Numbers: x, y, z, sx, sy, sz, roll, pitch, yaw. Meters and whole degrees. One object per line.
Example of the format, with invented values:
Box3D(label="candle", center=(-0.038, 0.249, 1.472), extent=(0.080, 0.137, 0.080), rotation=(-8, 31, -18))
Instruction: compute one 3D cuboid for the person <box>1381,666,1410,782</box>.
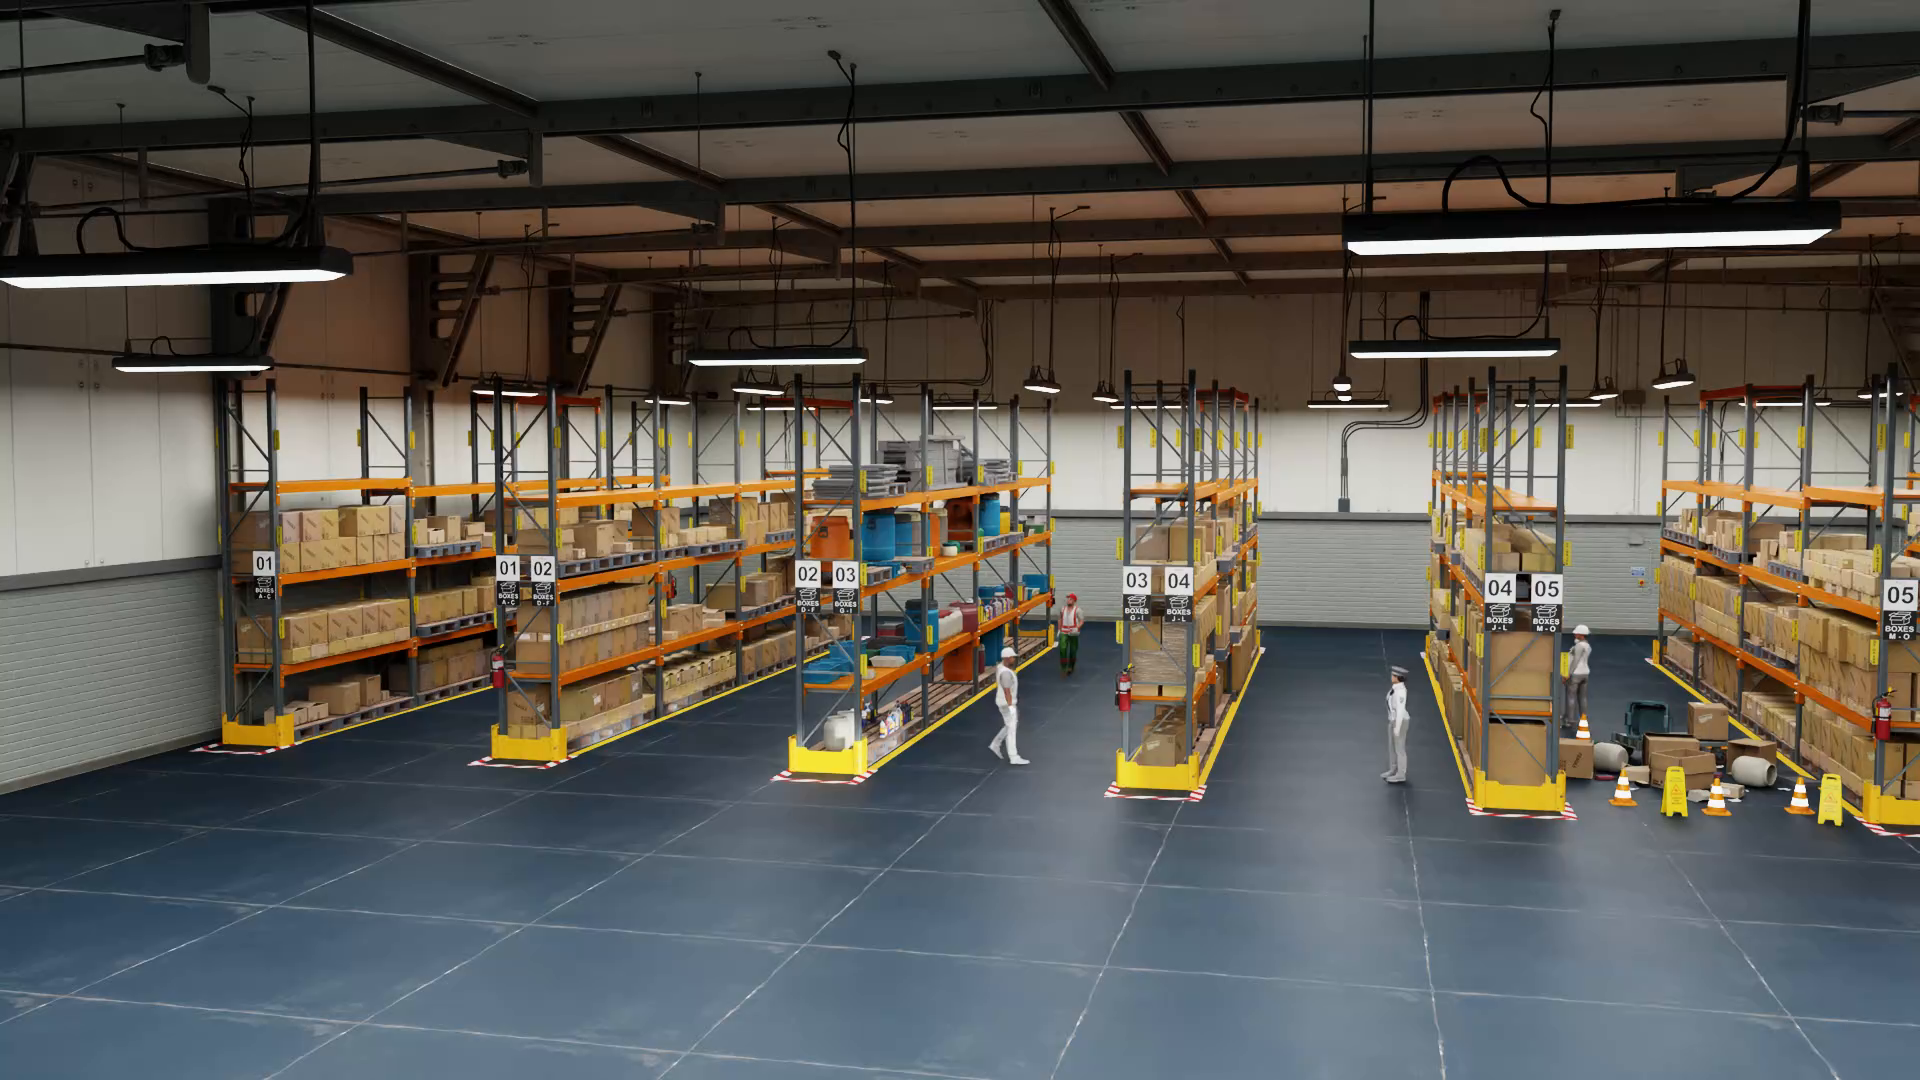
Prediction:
Box3D(label="person", center=(6.406, 2.686, 24.436), extent=(0.380, 1.685, 0.530), rotation=(0, 3, 2))

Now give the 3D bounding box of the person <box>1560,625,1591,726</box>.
Box3D(label="person", center=(10.787, 2.377, 29.145), extent=(0.644, 1.774, 0.459), rotation=(-2, 4, -35))

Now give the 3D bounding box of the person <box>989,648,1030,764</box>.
Box3D(label="person", center=(0.759, 2.555, 25.804), extent=(0.620, 1.779, 0.649), rotation=(0, 3, -2))

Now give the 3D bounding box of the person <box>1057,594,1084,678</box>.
Box3D(label="person", center=(2.341, 2.043, 35.391), extent=(0.596, 1.809, 0.878), rotation=(1, 3, 11))
